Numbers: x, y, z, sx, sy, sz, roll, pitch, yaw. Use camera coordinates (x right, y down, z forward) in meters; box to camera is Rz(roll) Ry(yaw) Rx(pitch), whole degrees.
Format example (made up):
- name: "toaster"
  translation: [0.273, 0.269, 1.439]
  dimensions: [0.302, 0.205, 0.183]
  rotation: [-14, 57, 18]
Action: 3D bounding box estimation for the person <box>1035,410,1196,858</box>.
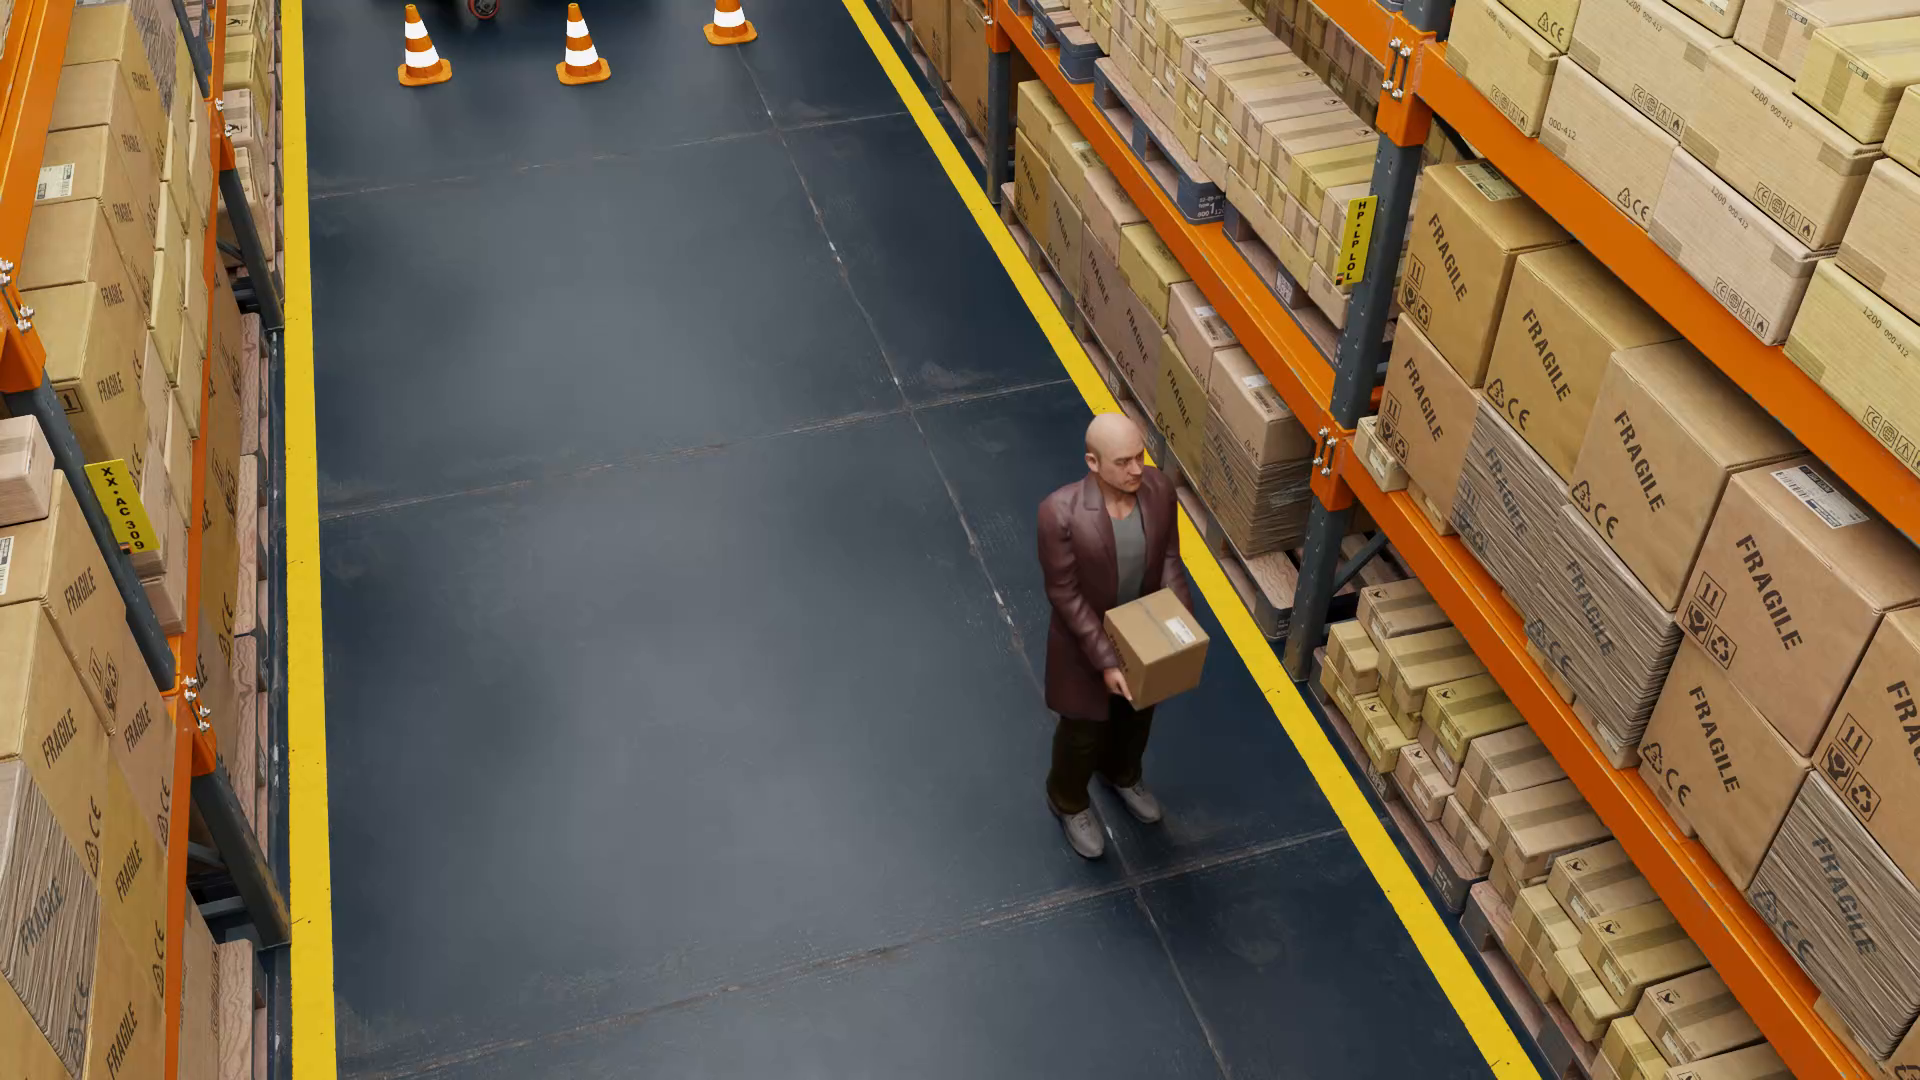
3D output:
- name: "person"
  translation: [0.556, 0.379, 5.743]
  dimensions: [0.532, 1.777, 0.555]
  rotation: [-20, 45, -21]
